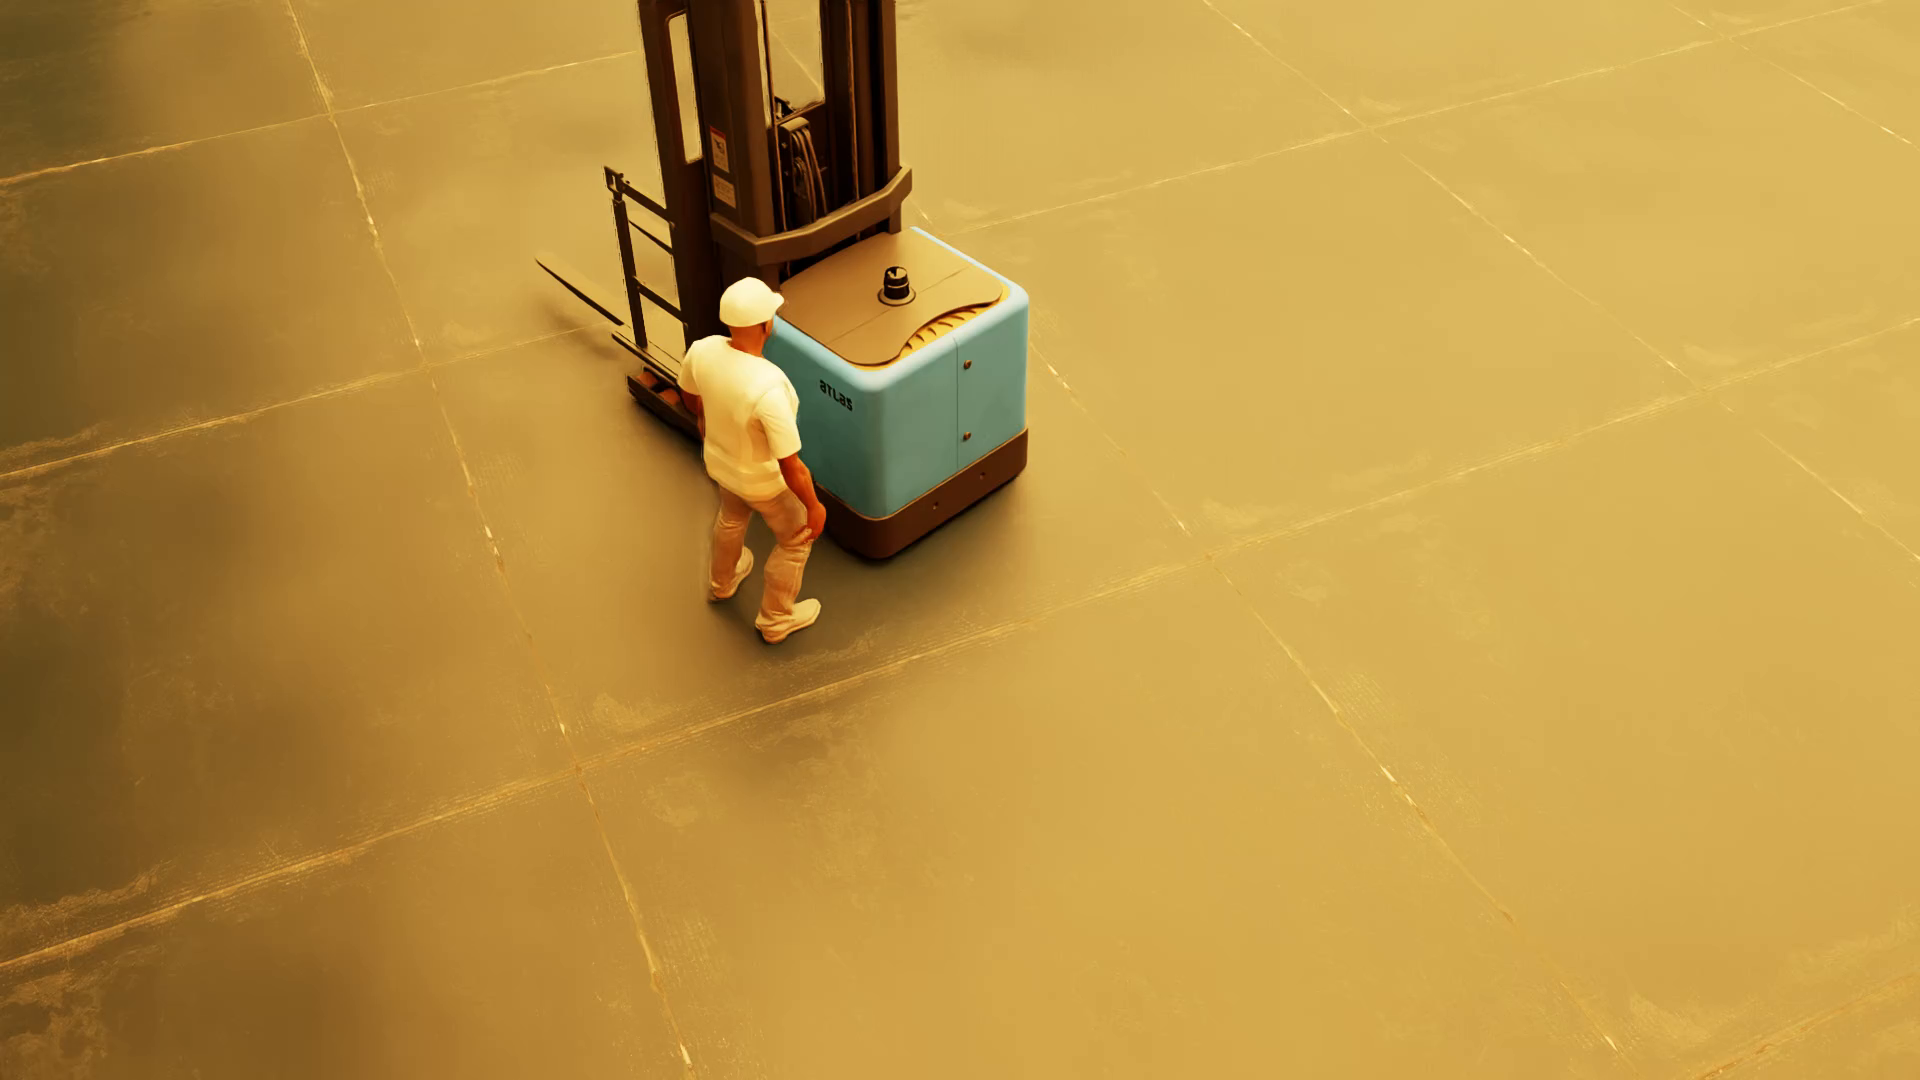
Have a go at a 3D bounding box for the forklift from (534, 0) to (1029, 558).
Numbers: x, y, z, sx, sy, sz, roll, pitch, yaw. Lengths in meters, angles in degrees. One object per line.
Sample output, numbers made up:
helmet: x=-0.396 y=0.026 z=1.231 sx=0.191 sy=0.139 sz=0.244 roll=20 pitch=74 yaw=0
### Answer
forklift: x=-1.058 y=-1.894 z=7.709 sx=1.130 sy=2.935 sz=3.031 roll=-34 pitch=52 yaw=-31

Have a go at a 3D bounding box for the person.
person: x=-0.836 y=-0.327 z=6.905 sx=0.809 sy=1.743 sz=0.392 roll=33 pitch=52 yaw=30
